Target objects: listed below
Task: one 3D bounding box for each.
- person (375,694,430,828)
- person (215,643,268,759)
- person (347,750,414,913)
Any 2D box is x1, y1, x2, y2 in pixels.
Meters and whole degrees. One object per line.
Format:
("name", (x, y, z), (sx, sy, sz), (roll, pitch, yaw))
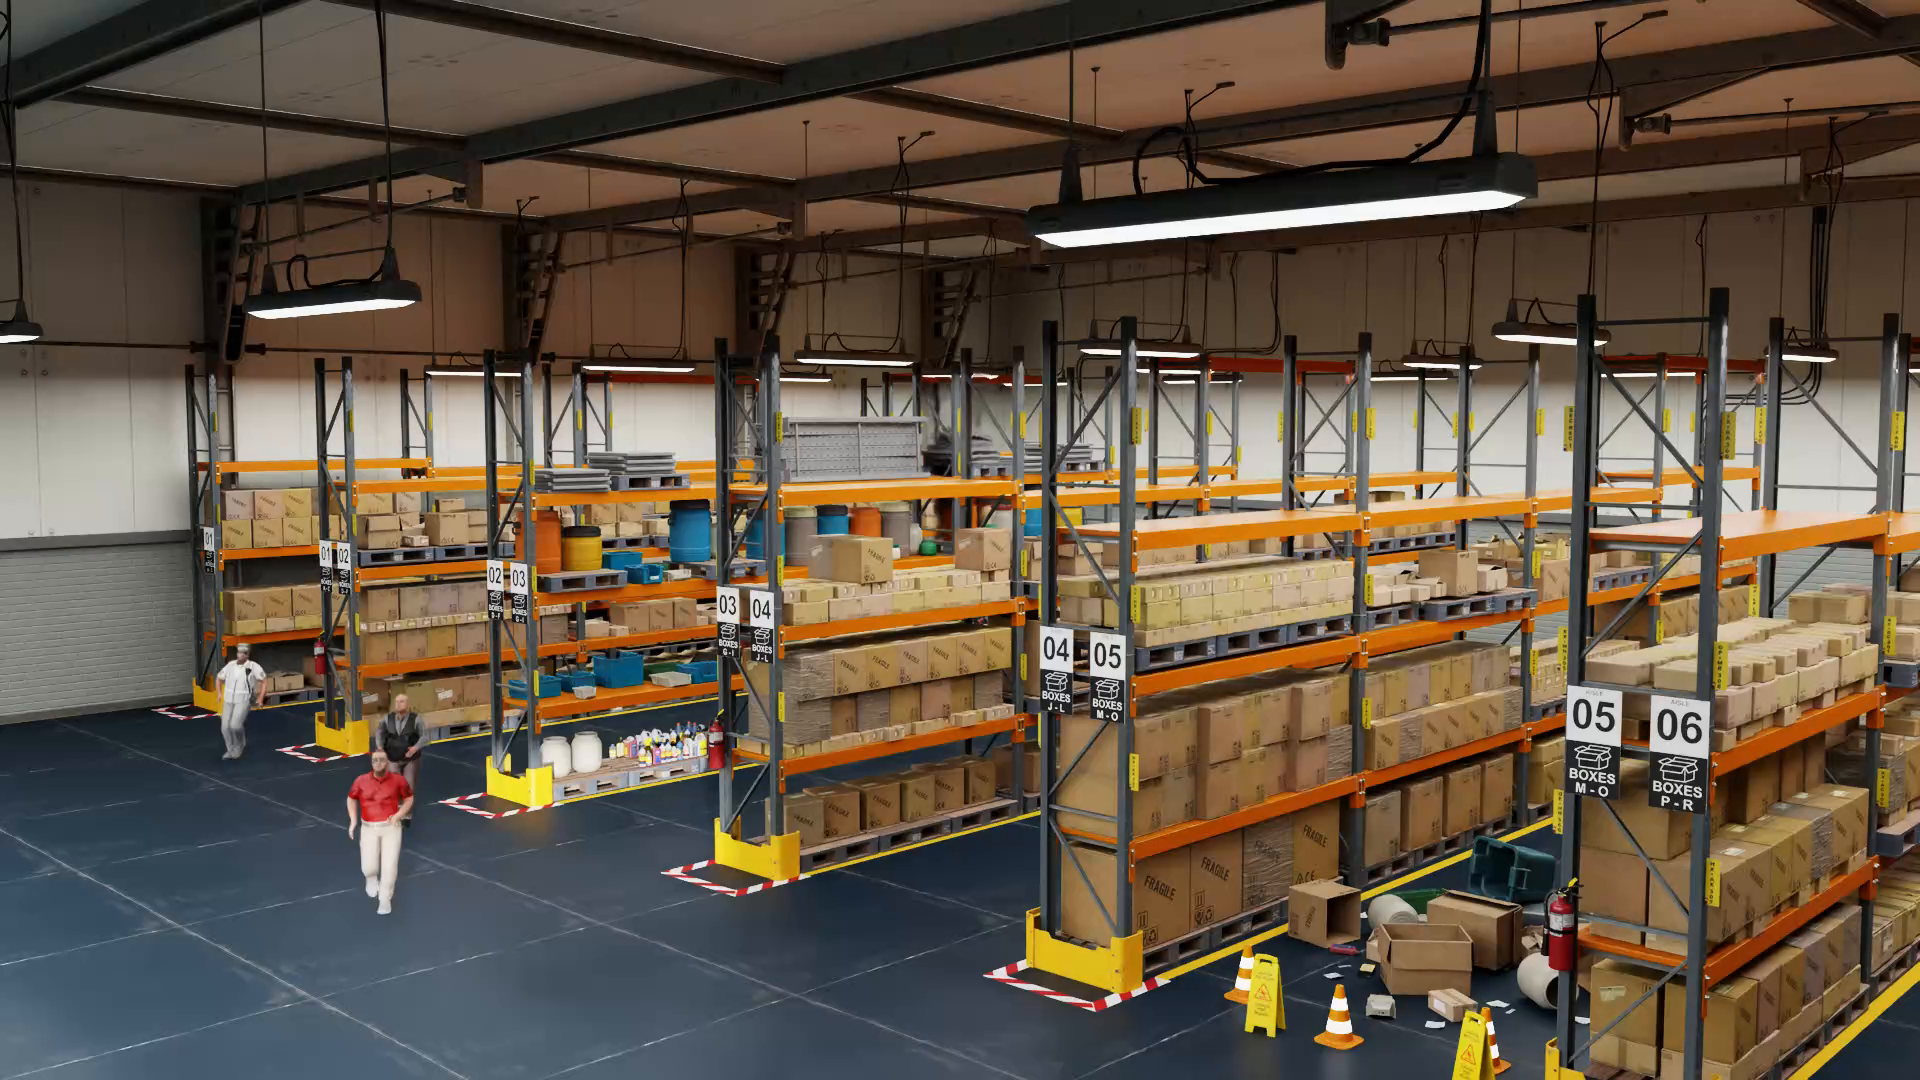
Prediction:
("person", (-6.949, 2.756, 20.690), (0.676, 1.674, 0.542), (-1, 4, -10))
("person", (-10.779, 2.409, 24.821), (0.716, 1.744, 0.568), (0, 4, 1))
("person", (-6.003, 3.016, 17.228), (0.671, 1.684, 0.539), (-1, 5, -15))
